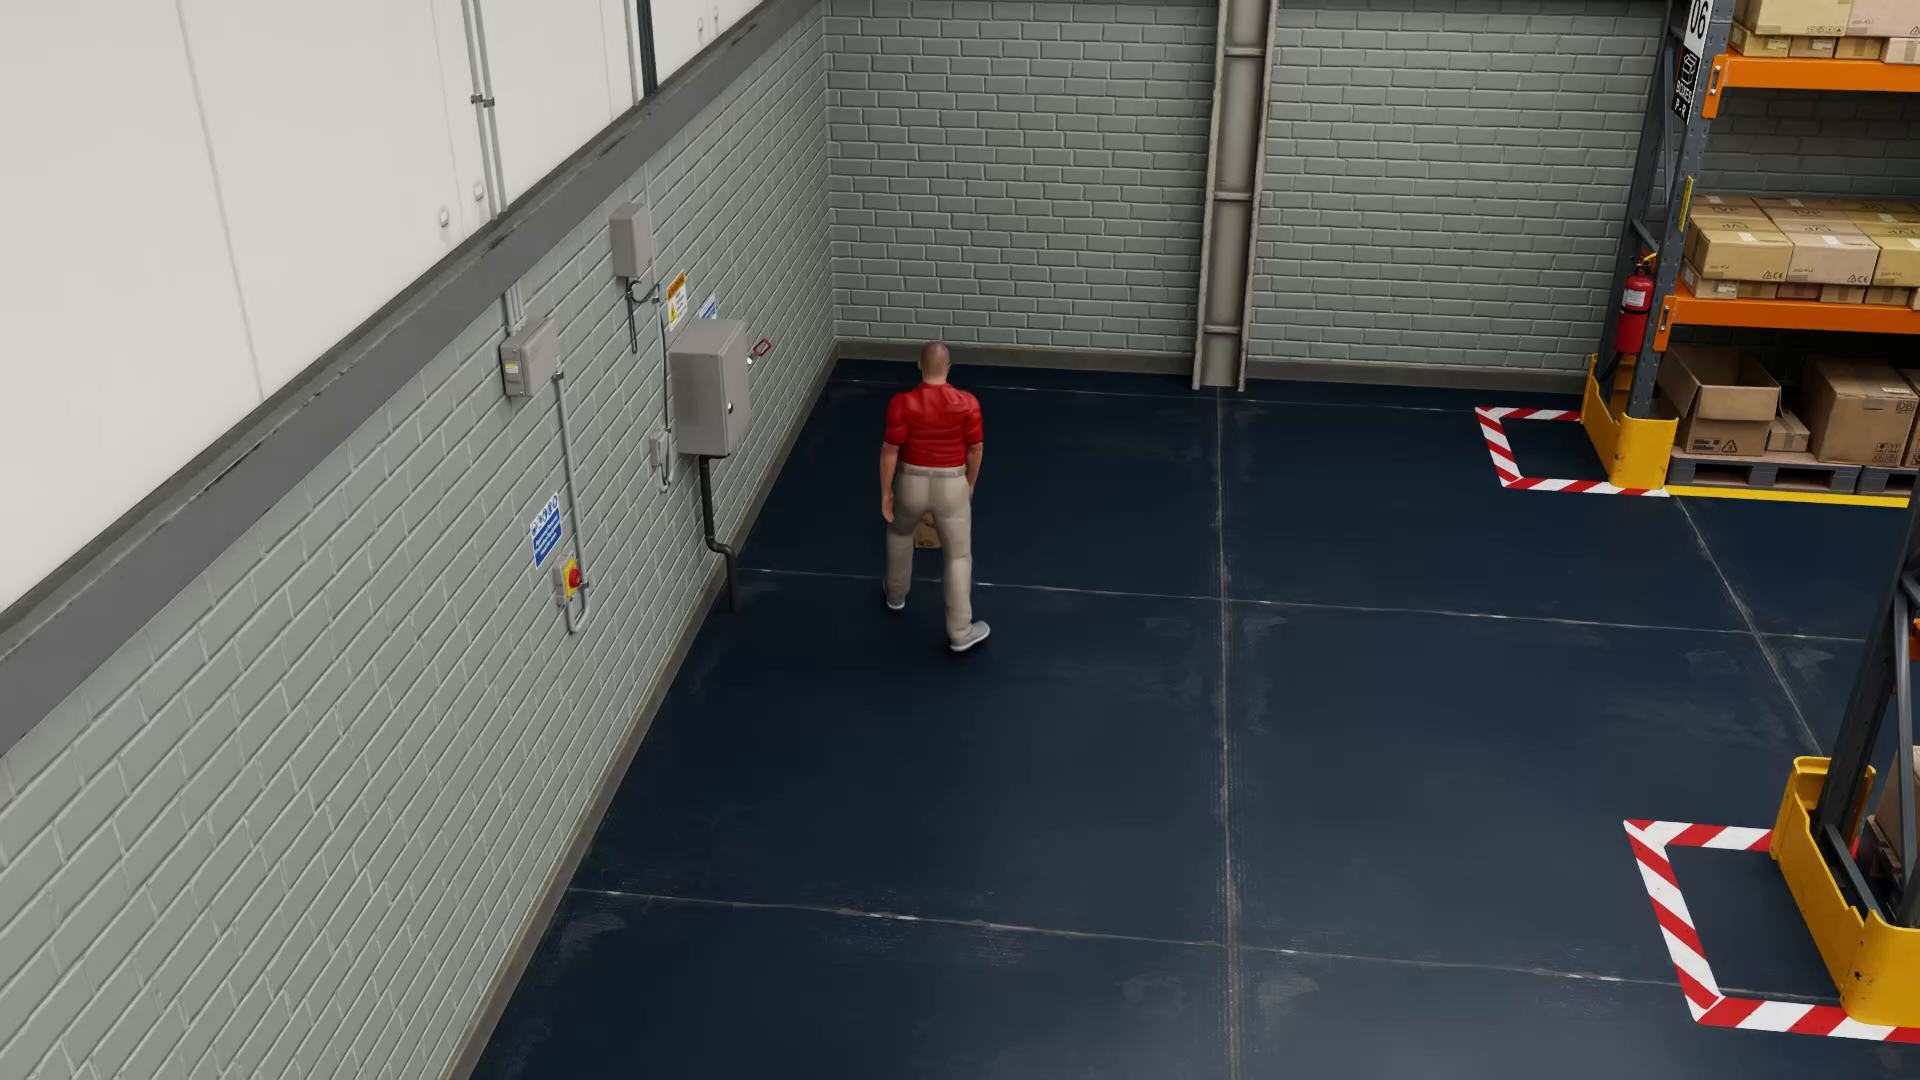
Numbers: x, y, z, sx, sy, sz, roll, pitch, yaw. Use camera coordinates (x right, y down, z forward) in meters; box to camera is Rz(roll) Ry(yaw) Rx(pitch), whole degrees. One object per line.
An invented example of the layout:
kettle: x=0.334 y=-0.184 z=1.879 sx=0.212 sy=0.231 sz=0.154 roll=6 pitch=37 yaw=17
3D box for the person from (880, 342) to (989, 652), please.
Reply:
person: x=-0.147 y=-0.277 z=9.188 sx=0.636 sy=1.682 sz=0.847 roll=1 pitch=28 yaw=1
